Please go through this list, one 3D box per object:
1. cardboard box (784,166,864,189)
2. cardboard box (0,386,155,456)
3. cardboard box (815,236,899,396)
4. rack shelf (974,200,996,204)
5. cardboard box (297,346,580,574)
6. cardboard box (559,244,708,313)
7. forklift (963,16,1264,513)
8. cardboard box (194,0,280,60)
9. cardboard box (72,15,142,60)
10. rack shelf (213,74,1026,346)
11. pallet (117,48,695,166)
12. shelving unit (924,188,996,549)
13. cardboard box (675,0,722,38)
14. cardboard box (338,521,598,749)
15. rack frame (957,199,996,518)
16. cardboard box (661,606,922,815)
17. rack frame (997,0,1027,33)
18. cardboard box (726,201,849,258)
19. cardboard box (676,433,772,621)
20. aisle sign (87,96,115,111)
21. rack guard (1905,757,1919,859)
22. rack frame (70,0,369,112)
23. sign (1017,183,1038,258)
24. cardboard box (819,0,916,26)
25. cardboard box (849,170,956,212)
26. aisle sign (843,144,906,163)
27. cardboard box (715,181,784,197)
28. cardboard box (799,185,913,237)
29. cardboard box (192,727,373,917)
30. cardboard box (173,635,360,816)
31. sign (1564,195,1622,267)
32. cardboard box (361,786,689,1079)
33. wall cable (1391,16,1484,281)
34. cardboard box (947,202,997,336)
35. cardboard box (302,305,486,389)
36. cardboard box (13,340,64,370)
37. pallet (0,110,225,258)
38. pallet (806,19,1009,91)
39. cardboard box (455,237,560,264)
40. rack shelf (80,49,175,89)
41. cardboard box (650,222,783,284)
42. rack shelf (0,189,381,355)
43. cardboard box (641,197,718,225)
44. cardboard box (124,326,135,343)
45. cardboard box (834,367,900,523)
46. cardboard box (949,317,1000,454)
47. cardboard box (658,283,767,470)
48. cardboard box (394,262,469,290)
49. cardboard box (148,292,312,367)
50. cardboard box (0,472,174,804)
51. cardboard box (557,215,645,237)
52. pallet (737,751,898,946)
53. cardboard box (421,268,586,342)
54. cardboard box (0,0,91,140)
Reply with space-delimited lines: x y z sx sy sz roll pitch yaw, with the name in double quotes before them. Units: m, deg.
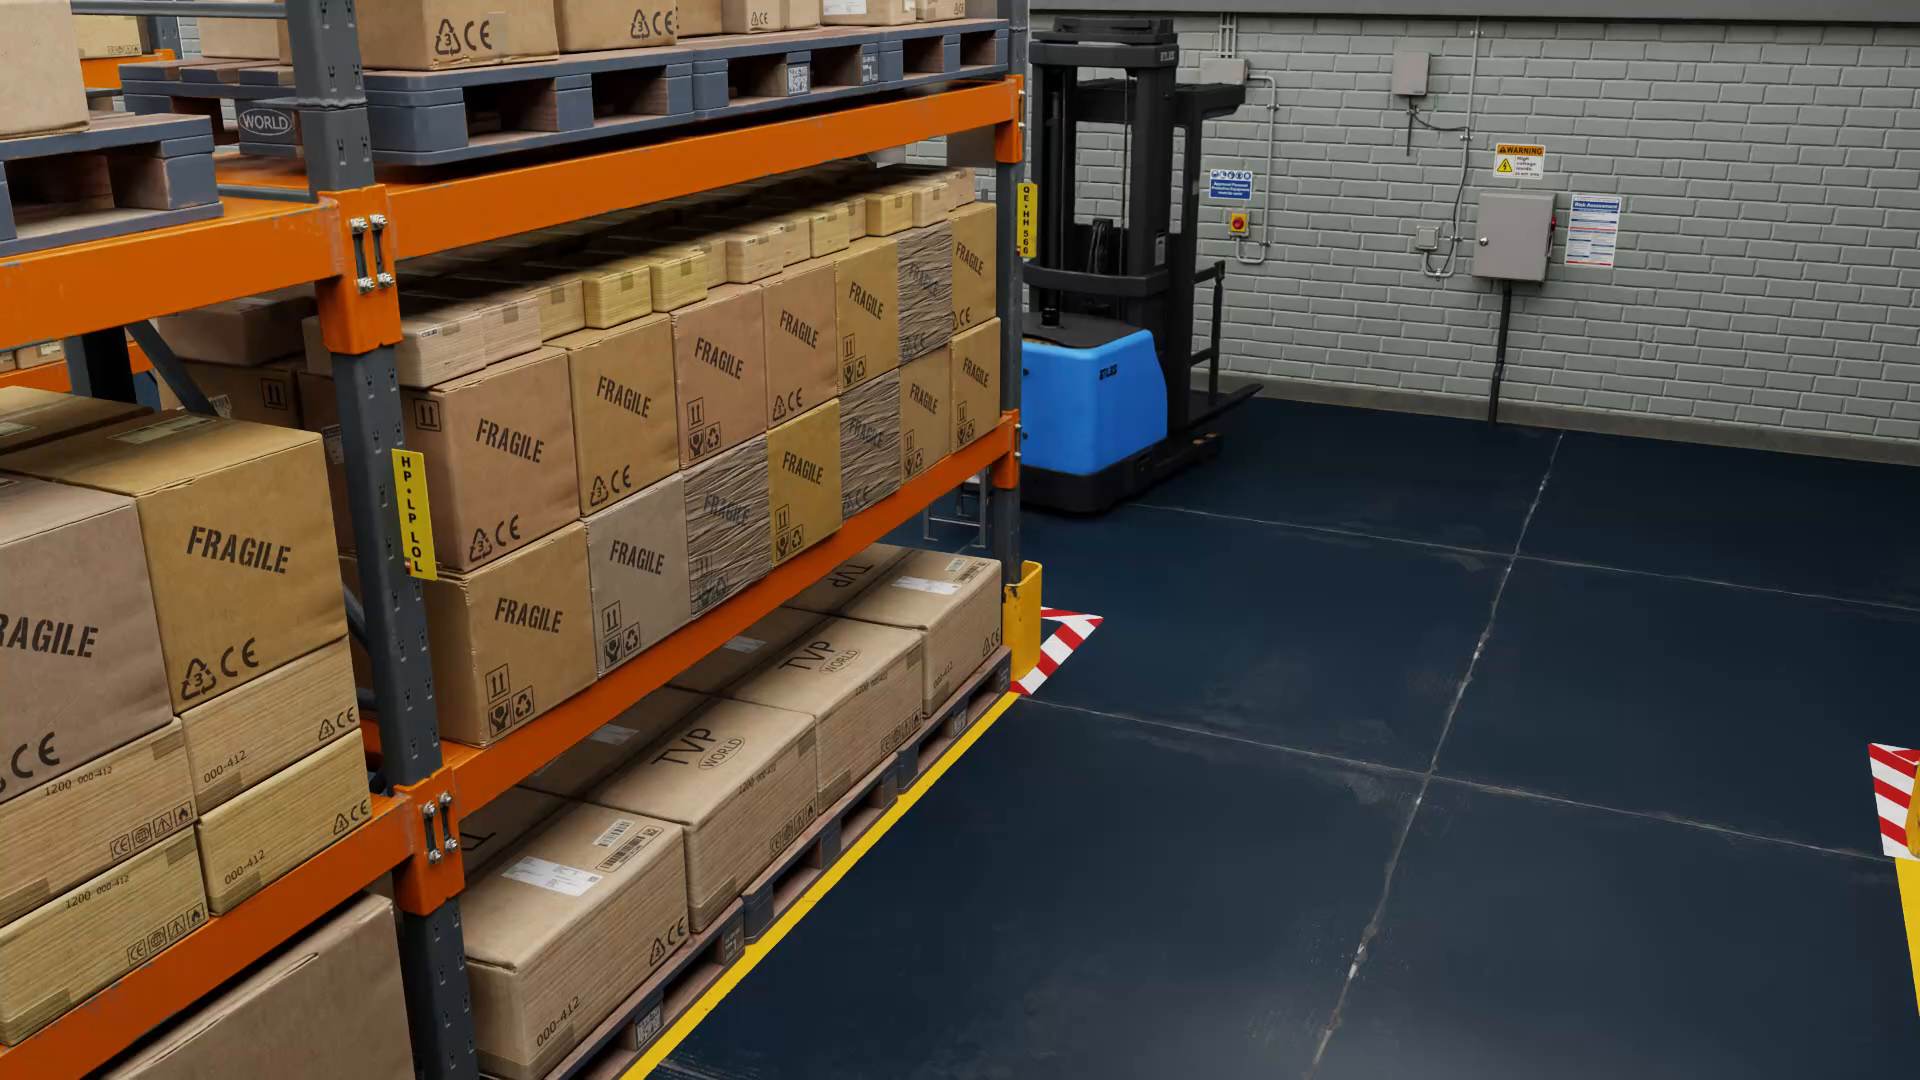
"cardboard box" -0.633 -1.510 7.128 0.380 0.149 0.250 9 22 24
"cardboard box" -2.273 -0.047 3.982 0.500 0.500 0.500 9 21 23
"cardboard box" -0.566 -0.870 6.297 0.500 0.500 0.500 8 21 22
"rack shelf" 0.068 -1.687 9.529 0.431 0.518 0.480 9 21 23
"cardboard box" -1.415 -0.254 4.565 0.500 0.500 0.500 9 21 23
"cardboard box" -1.016 -0.818 5.182 0.380 0.149 0.250 8 21 21
"forklift" 1.187 -1.987 11.182 1.130 2.935 3.031 13 23 32
"cardboard box" -1.861 -1.458 4.539 0.396 0.266 0.258 9 22 24
"cardboard box" -4.695 -2.662 8.724 0.500 0.250 0.500 8 21 22
"rack shelf" -1.012 -1.309 5.771 1.077 0.370 4.000 9 21 23
"pallet" -1.486 -1.244 4.645 1.003 0.211 1.213 9 21 23
"shelving unit" 0.068 -1.040 9.759 0.431 2.100 0.503 9 21 23
"cardboard box" -1.155 -1.956 5.591 0.500 0.500 0.500 9 21 24
"cardboard box" -1.400 0.222 4.719 0.500 0.500 0.500 9 22 24
"rack frame" 0.168 -1.114 9.969 0.400 2.100 0.015 9 21 23
"cardboard box" -0.739 0.659 6.835 0.875 0.438 0.875 9 22 24
"rack frame" -0.193 -3.673 6.867 1.000 3.000 0.127 9 21 23
"cardboard box" -0.630 -1.135 6.075 0.380 0.149 0.250 9 22 24
"cardboard box" -0.981 -0.083 5.575 0.500 0.500 0.500 9 21 23
"aisle sign" -4.994 -2.783 9.438 0.394 0.787 0.004 9 21 23
"rack guard" 4.306 1.035 6.314 1.175 0.500 0.348 9 21 23
"rack frame" -1.831 -2.450 3.429 1.000 3.000 0.127 9 21 23
"sign" 0.296 -1.425 7.417 0.100 0.325 0.005 9 21 23
"cardboard box" -0.394 -2.097 6.512 0.380 0.149 0.250 7 21 19
"cardboard box" -0.239 -1.452 6.966 0.380 0.149 0.250 9 21 24
"aisle sign" -0.428 -2.133 7.610 0.394 0.787 0.004 9 21 23
"cardboard box" -0.936 -1.363 6.716 0.380 0.149 0.250 8 21 21
"cardboard box" -0.409 -1.290 6.511 0.380 0.149 0.250 9 22 24
"cardboard box" -1.785 0.619 3.976 0.500 0.250 0.500 8 21 21
"cardboard box" -1.790 0.380 3.902 0.500 0.250 0.500 9 21 23
"sign" 4.487 -2.191 11.795 0.329 0.494 0.001 9 21 23
"cardboard box" -1.476 1.209 5.291 0.875 0.438 0.875 8 21 22
"wall cable" 3.393 -2.861 12.021 0.588 1.984 0.122 9 21 23
"cardboard box" -0.173 -1.185 7.182 0.500 0.500 0.500 9 22 24
"cardboard box" -1.465 -0.508 4.312 0.380 0.149 0.250 8 21 22
"cardboard box" -4.934 -1.007 8.699 0.380 0.149 0.250 9 22 24
"pallet" -2.161 -0.660 3.156 0.805 0.209 1.217 8 21 21
"pallet" -0.487 -1.990 6.743 1.003 0.211 1.213 9 21 23
"cardboard box" -1.520 -0.887 5.377 0.380 0.149 0.250 8 21 22
"rack shelf" -5.569 -1.958 7.594 1.077 0.370 4.000 9 21 23
"cardboard box" -0.824 -0.971 5.614 0.380 0.149 0.250 9 21 23
"rack shelf" -2.650 -0.087 2.333 1.077 0.370 4.000 9 21 23
"cardboard box" -1.136 -1.205 6.271 0.380 0.149 0.250 9 21 23
"cardboard box" -4.762 -1.167 9.149 0.380 0.149 0.250 9 21 23
"cardboard box" -0.570 -0.400 6.467 0.500 0.500 0.500 9 22 24
"cardboard box" -0.149 -0.710 7.339 0.500 0.500 0.500 9 21 23
"cardboard box" -0.982 -0.563 5.433 0.500 0.500 0.500 9 21 24
"cardboard box" -1.677 -0.726 4.924 0.380 0.149 0.250 9 21 23
"cardboard box" -1.995 -0.585 4.528 0.380 0.149 0.250 8 21 22
"cardboard box" -1.990 0.188 3.321 0.500 0.500 0.500 9 21 24
"cardboard box" -1.327 -1.045 5.820 0.380 0.149 0.250 9 21 23
"pallet" -0.950 1.094 6.577 1.003 0.211 1.213 9 21 23
"cardboard box" -1.308 -0.673 4.775 0.380 0.149 0.250 8 21 22
"cardboard box" -2.000 -0.895 3.037 0.500 0.311 0.500 9 21 23
